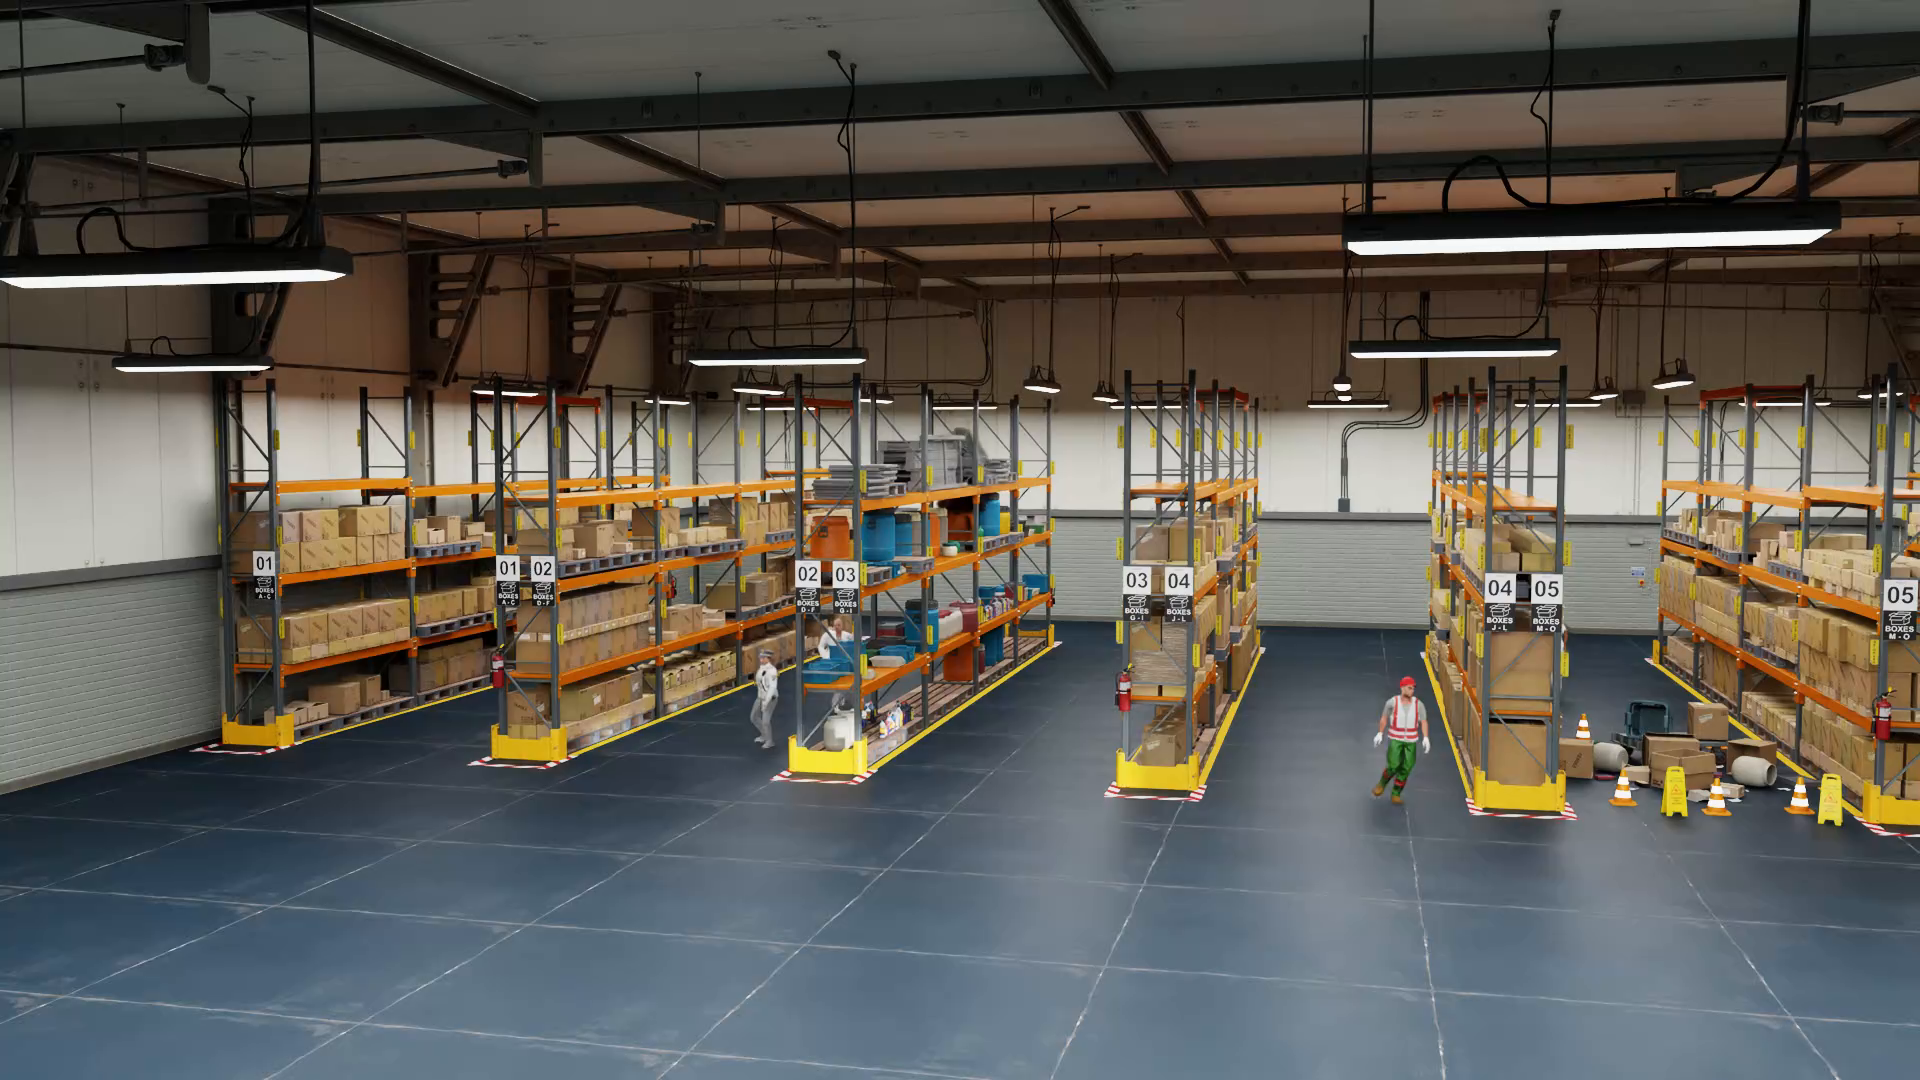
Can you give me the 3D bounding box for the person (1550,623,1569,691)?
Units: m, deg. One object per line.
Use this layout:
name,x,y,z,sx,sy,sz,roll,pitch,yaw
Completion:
person,11.746,2.219,33.006,0.549,1.683,0.815,0,3,1

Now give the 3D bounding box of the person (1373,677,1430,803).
person,6.040,2.740,22.743,0.699,1.745,0.548,0,3,1

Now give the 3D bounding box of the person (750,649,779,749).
person,-3.166,2.582,27.014,0.455,1.676,0.699,-3,4,-38

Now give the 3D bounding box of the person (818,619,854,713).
person,-2.259,2.305,30.763,0.707,1.731,0.649,0,3,1
